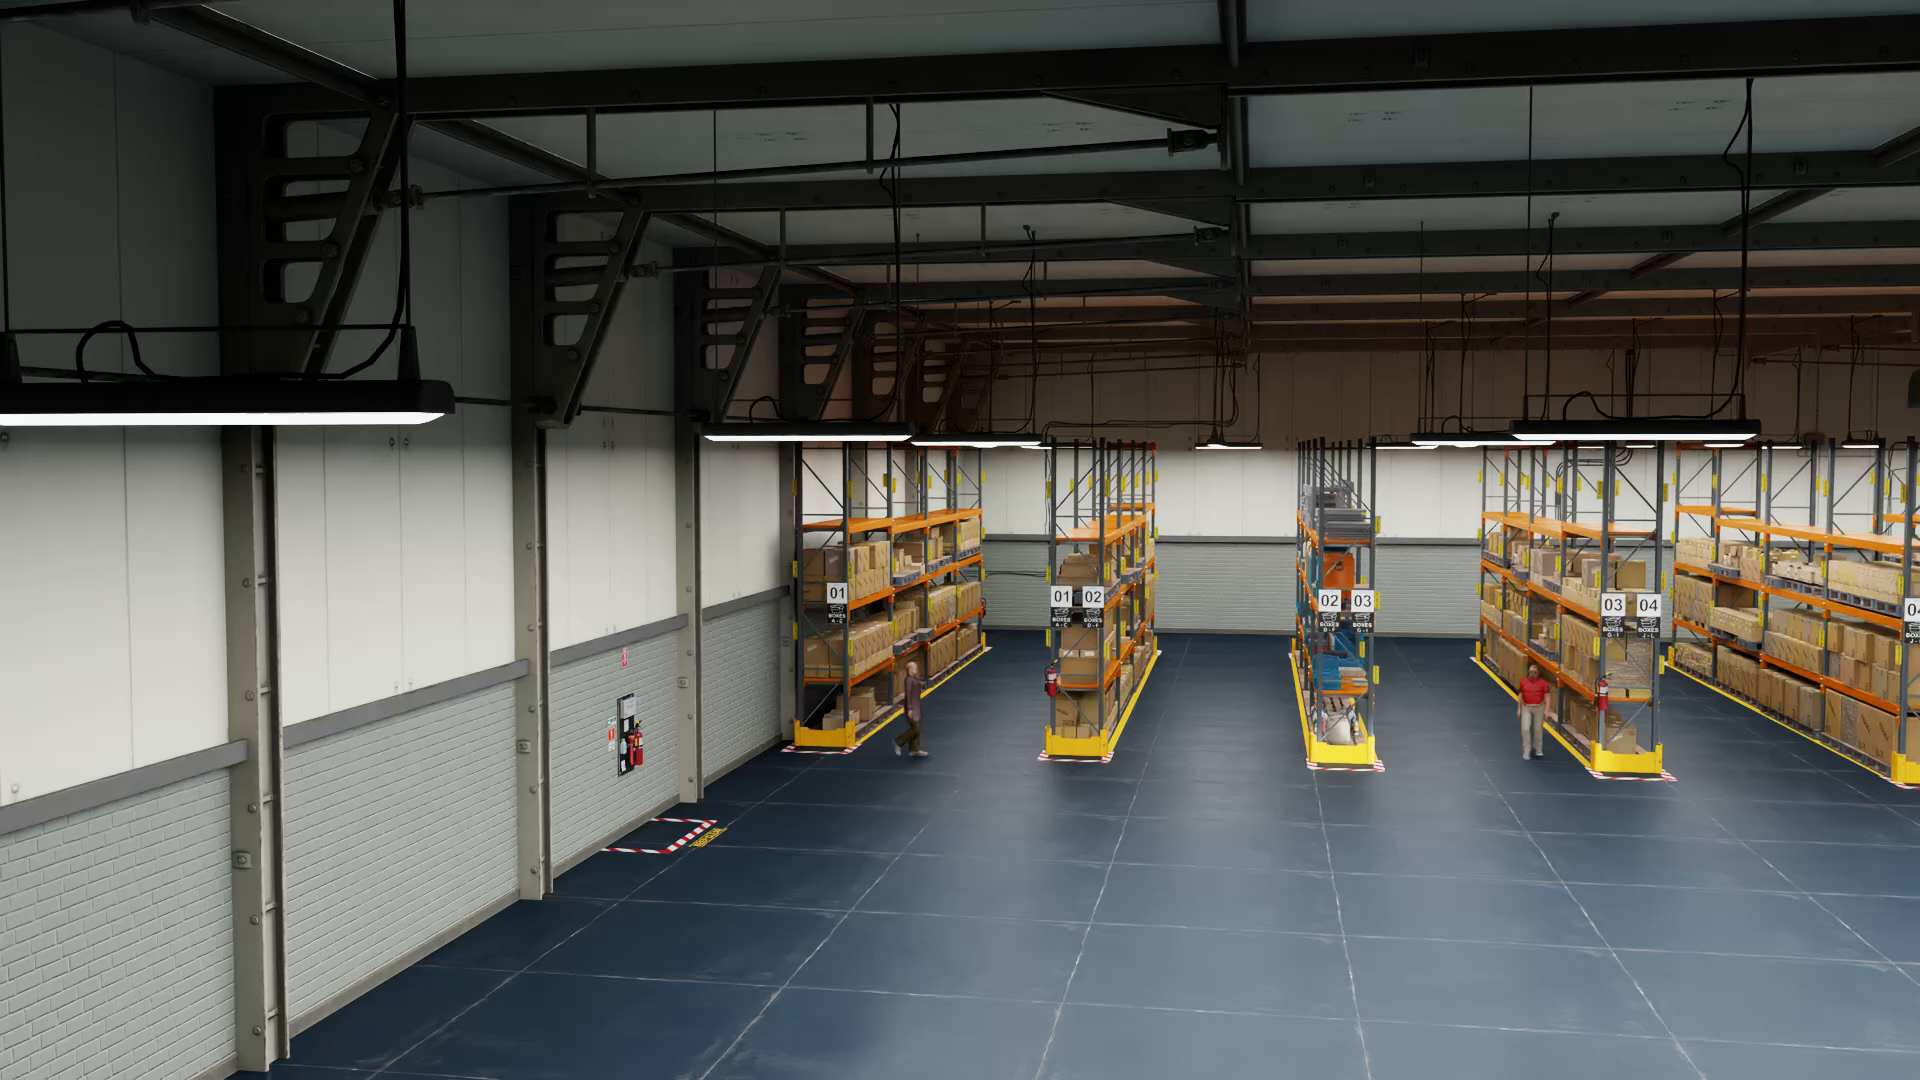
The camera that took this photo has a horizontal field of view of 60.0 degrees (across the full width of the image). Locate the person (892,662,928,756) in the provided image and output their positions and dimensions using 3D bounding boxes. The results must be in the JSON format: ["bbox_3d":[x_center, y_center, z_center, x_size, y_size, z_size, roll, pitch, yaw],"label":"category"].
[{"bbox_3d":[-0.935,3.170,31.153,0.666,1.771,0.604,0,3,5],"label":"person"}]

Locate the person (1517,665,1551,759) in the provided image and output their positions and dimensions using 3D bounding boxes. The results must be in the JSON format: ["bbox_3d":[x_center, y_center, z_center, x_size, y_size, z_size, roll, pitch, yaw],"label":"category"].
[{"bbox_3d":[10.755,3.222,31.192,0.602,1.758,0.639,2,3,27],"label":"person"}]
